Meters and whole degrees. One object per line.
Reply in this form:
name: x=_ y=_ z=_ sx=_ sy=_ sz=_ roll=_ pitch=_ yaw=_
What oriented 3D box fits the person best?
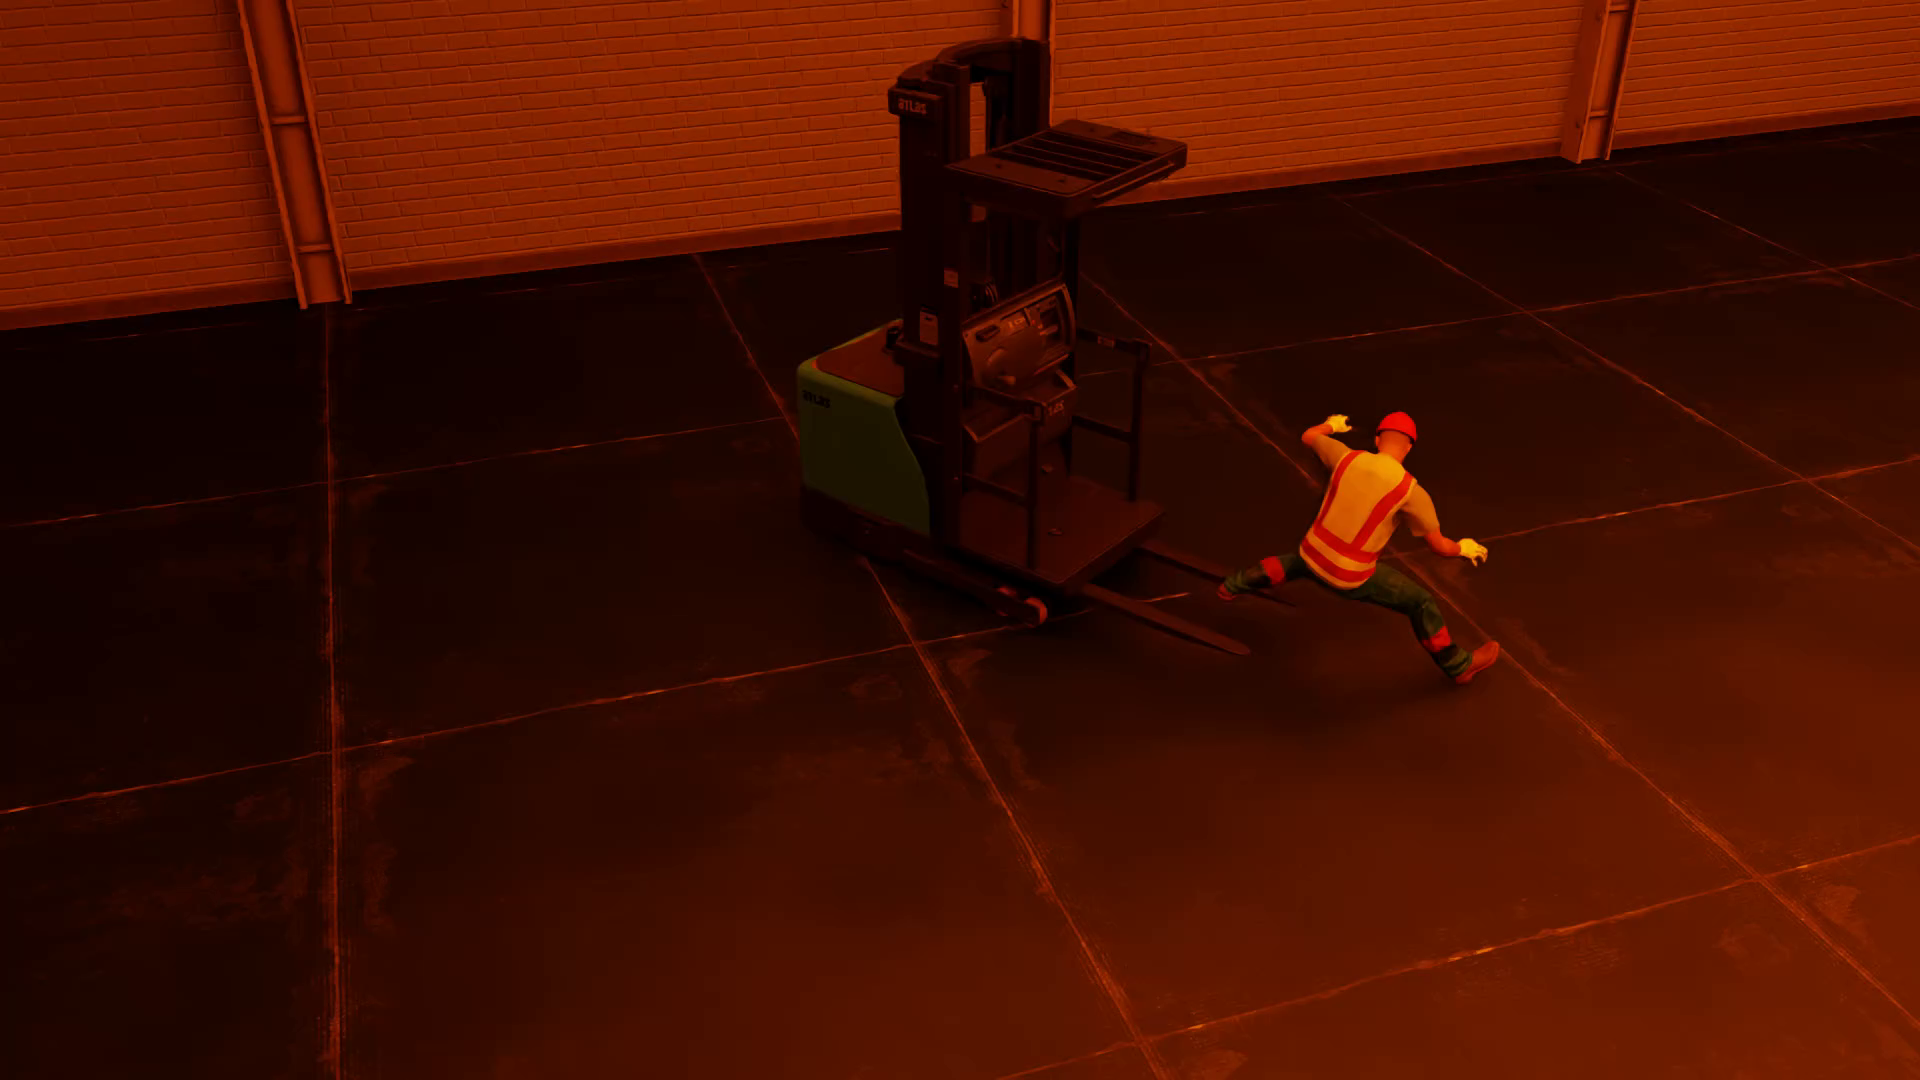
person: x=2.098 y=0.004 z=8.603 sx=0.905 sy=1.433 sz=1.272 roll=-20 pitch=36 yaw=-31

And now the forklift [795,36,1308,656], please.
forklift: x=0.493 y=-1.084 z=8.971 sx=3.031 sy=2.935 sz=1.130 roll=22 pitch=36 yaw=33
